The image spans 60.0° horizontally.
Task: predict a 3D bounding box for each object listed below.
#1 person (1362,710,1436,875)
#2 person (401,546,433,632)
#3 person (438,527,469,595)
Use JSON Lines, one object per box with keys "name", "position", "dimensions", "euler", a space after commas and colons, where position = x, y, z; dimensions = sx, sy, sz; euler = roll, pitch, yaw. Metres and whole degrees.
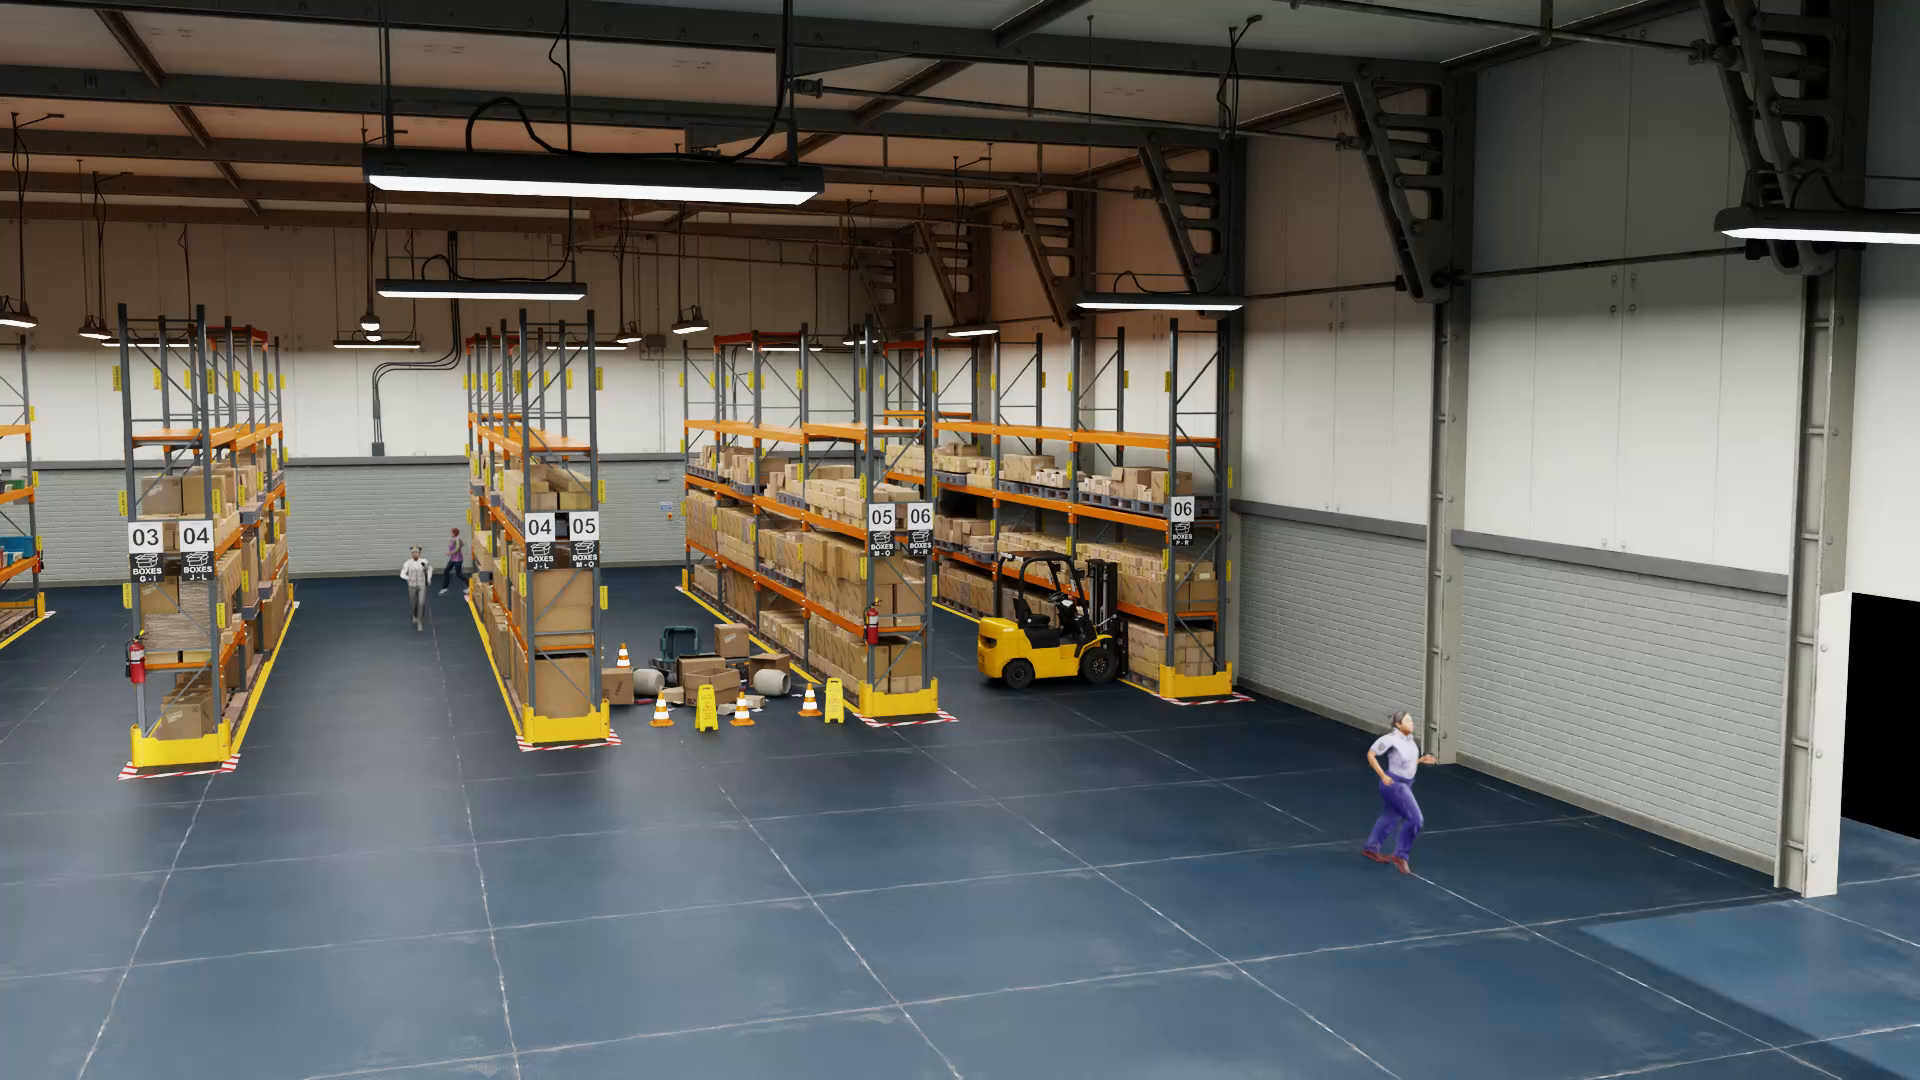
{"name": "person", "position": [4.519, 2.589, 17.116], "dimensions": [0.705, 1.707, 0.572], "euler": [3, 6, 30]}
{"name": "person", "position": [-11.000, 0.962, 33.700], "dimensions": [0.624, 1.714, 0.923], "euler": [-2, 6, -17]}
{"name": "person", "position": [-11.859, 0.497, 39.111], "dimensions": [0.806, 1.611, 0.539], "euler": [-3, 6, -27]}
